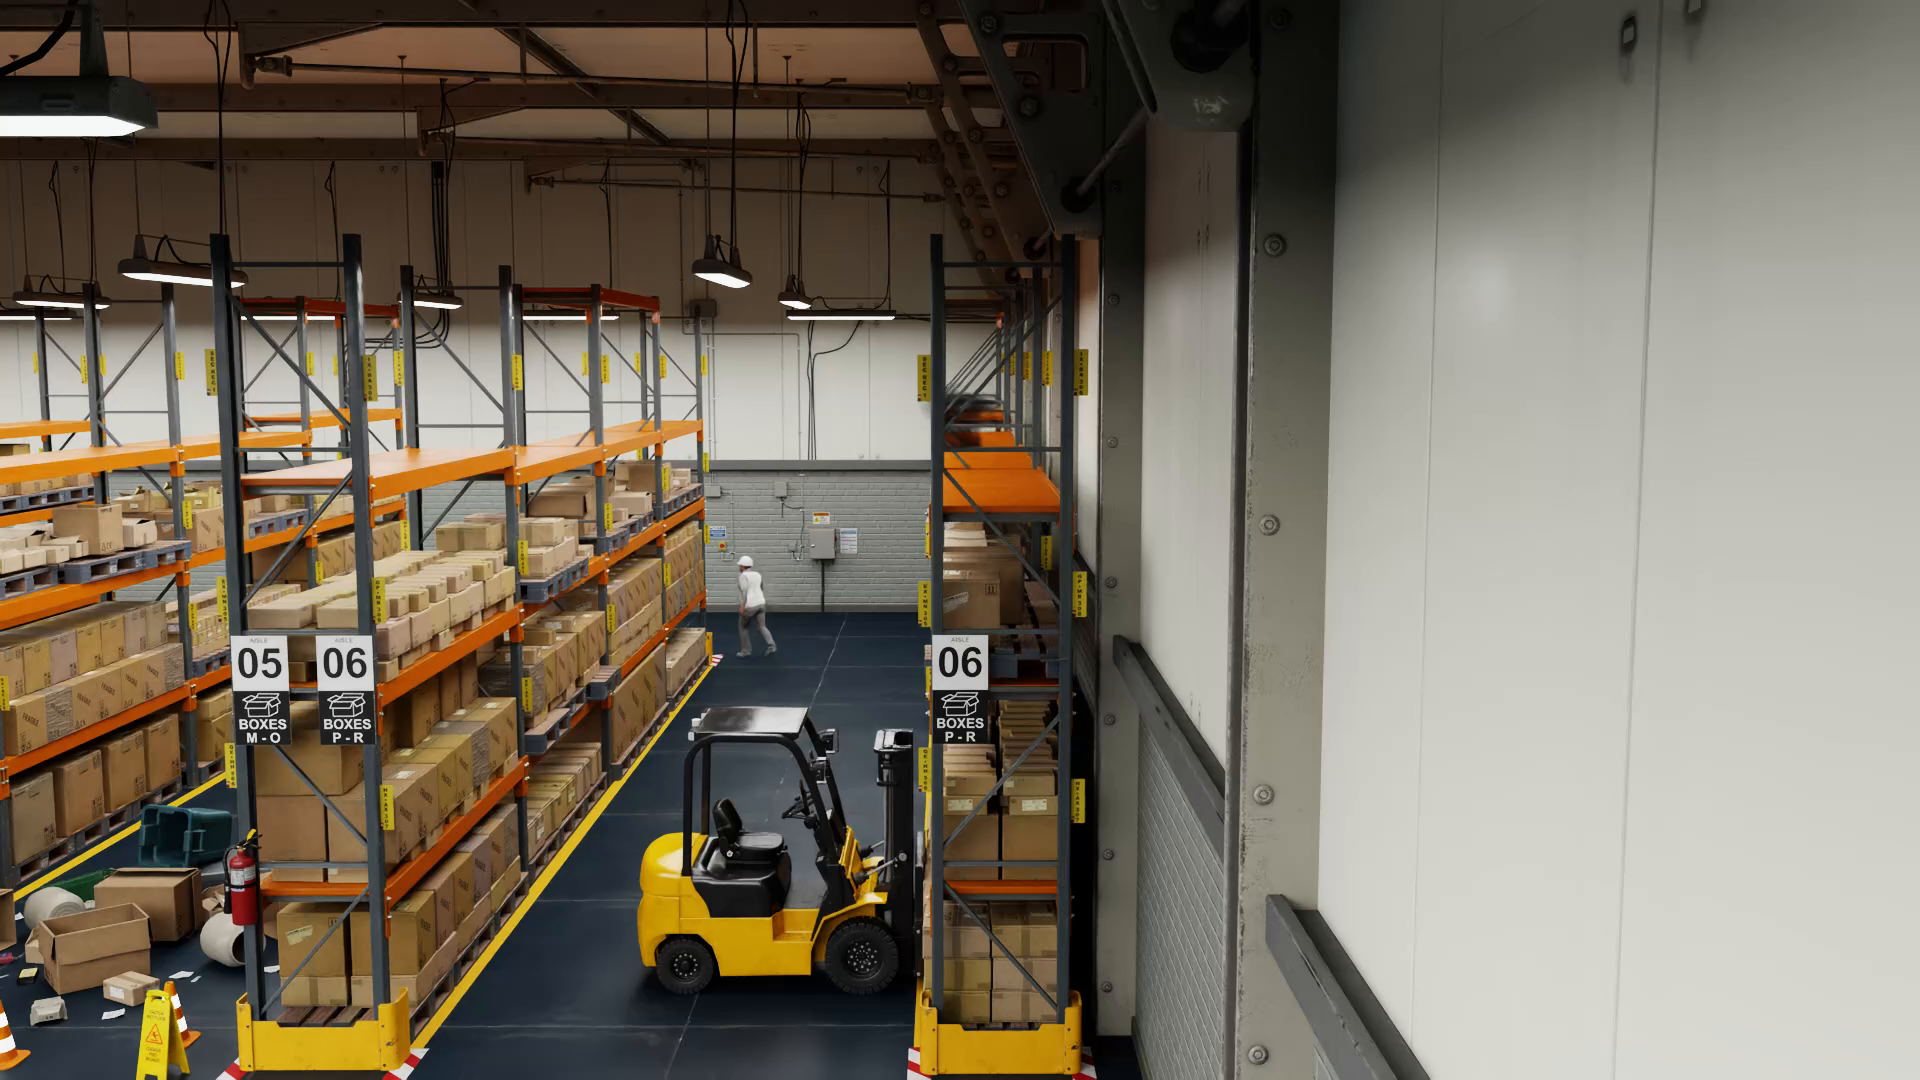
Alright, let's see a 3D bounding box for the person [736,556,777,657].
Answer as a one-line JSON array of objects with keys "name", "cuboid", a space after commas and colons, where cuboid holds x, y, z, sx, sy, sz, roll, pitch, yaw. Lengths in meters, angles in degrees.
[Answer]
[{"name": "person", "cuboid": [-3.510, 1.157, 28.441, 0.870, 1.755, 0.656, 5, 8, 41]}]
